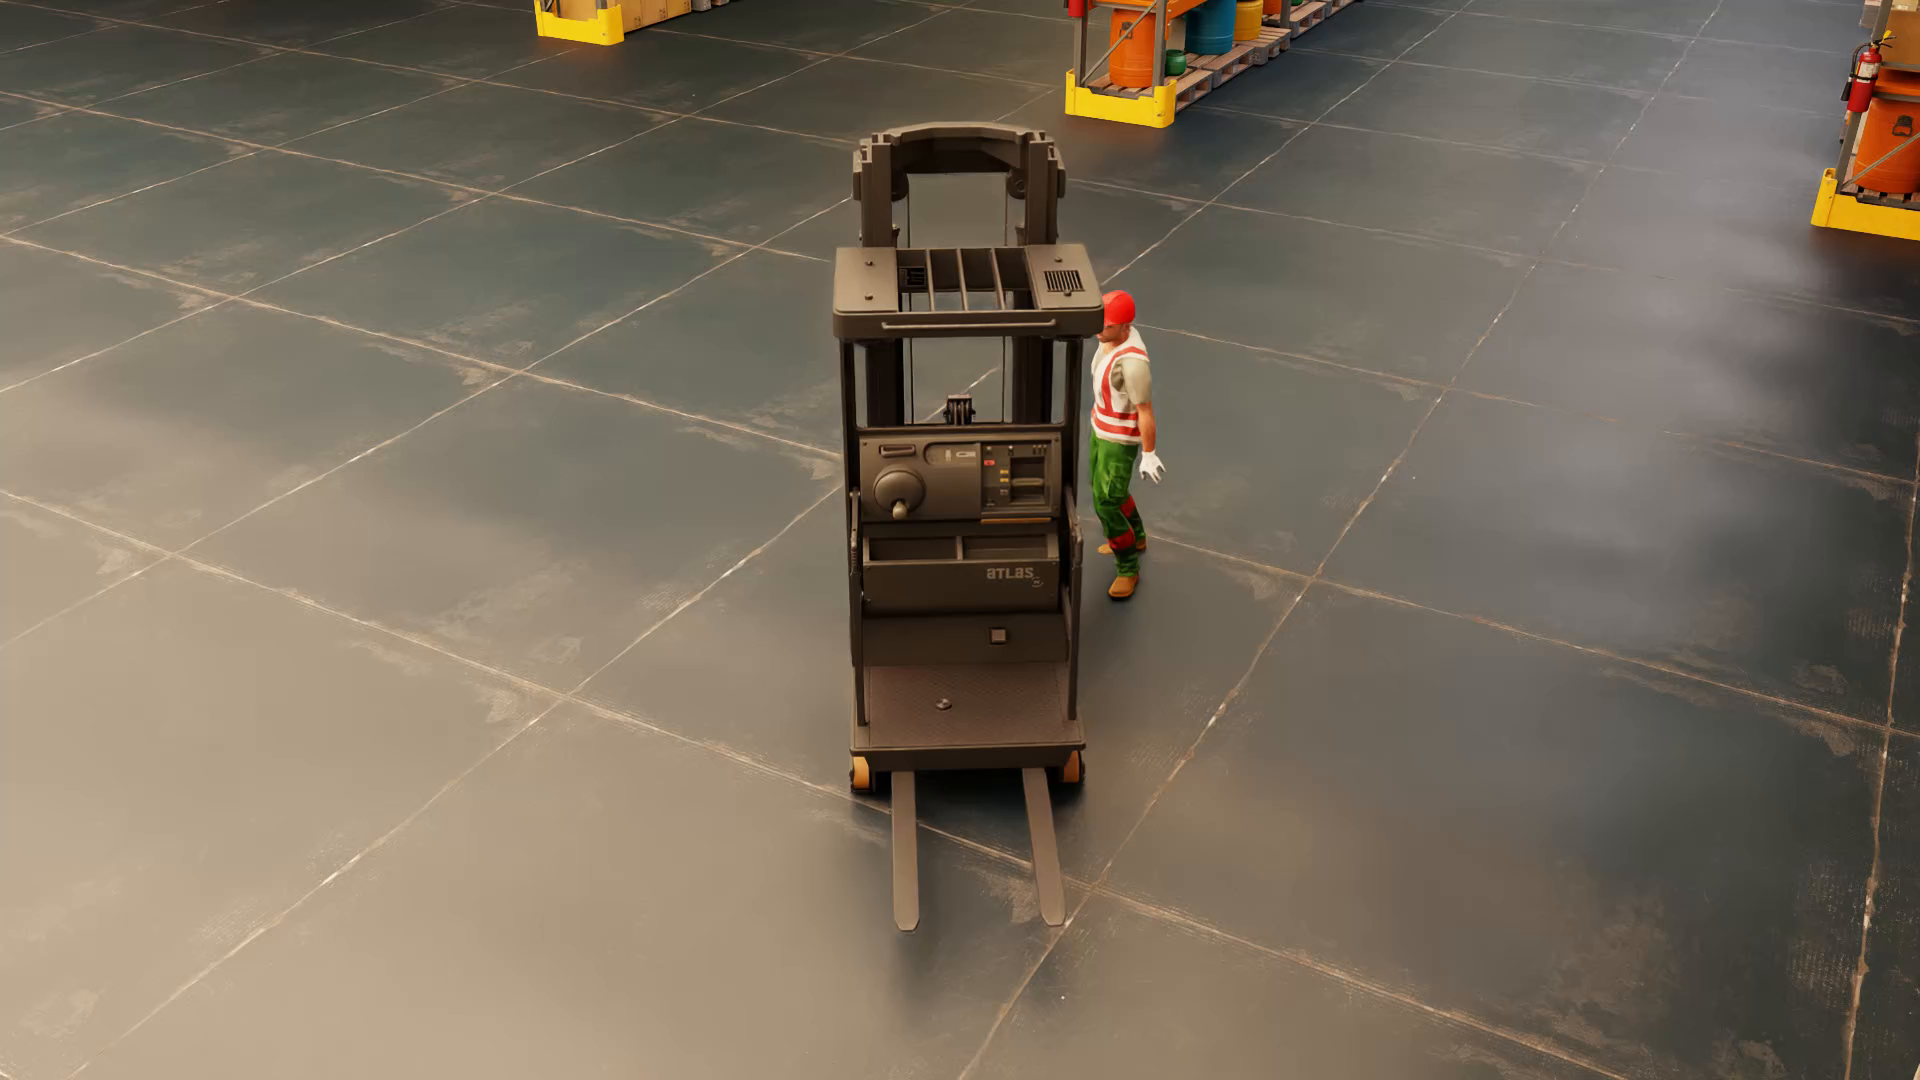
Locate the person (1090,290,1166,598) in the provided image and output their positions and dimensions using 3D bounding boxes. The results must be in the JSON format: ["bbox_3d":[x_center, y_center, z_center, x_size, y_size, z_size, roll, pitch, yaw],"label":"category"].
[{"bbox_3d":[0.898,-0.613,9.362,0.464,1.750,0.887,-4,30,-6],"label":"person"}]

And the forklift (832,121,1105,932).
[{"bbox_3d":[0.017,-0.245,7.494,1.130,2.935,3.031,-1,30,-2],"label":"forklift"}]
